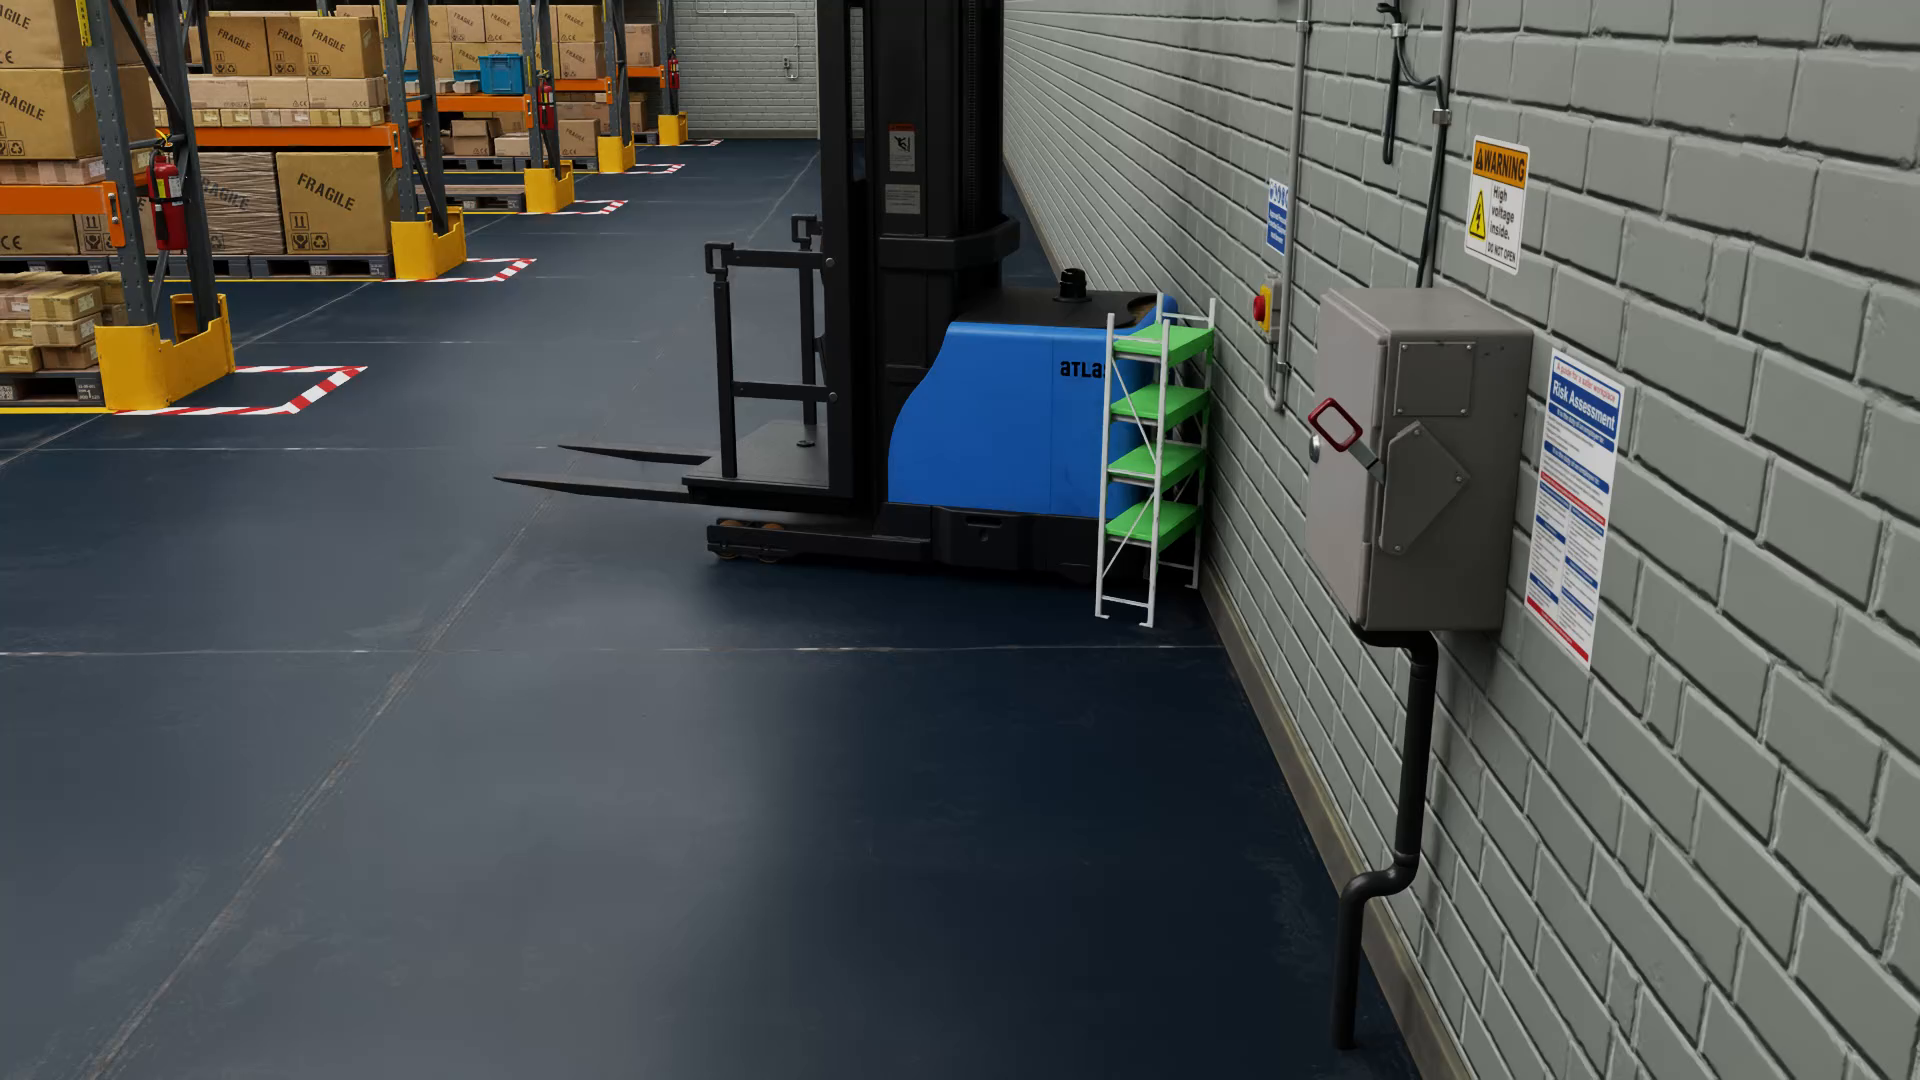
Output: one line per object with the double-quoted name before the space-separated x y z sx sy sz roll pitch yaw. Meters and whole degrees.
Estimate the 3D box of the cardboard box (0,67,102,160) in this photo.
"cardboard box" -5.296 -2.485 9.657 0.500 0.500 0.500 0 18 0

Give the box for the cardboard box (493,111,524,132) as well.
"cardboard box" -7.810 -7.394 29.016 0.500 0.500 0.700 0 18 -1

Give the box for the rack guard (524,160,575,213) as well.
"rack guard" -4.882 -4.218 19.803 0.348 0.500 1.175 0 18 -1

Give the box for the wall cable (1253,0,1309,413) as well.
"wall cable" 0.966 -1.398 5.205 0.123 1.953 0.585 0 18 -1

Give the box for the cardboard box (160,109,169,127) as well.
"cardboard box" -6.707 -3.662 14.390 0.250 0.149 0.380 0 18 0

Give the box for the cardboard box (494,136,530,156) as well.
"cardboard box" -6.471 -5.744 24.249 0.500 0.250 0.500 0 18 -1

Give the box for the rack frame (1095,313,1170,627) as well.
"rack frame" 0.647 -0.250 6.283 0.240 1.200 0.015 11 21 26

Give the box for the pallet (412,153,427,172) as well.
"pallet" -8.293 -5.573 24.500 1.213 0.211 1.003 0 18 -1

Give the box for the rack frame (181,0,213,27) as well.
"rack frame" -13.061 -8.392 28.721 0.127 3.000 1.000 0 18 -1

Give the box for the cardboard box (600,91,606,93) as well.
"cardboard box" -6.145 -7.774 29.138 0.250 0.149 0.380 0 18 -1

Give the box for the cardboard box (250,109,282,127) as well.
"cardboard box" -5.940 -3.666 14.401 0.250 0.149 0.380 0 18 0

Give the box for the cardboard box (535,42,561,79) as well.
"cardboard box" -5.943 -6.876 23.832 0.500 0.500 0.500 0 18 0

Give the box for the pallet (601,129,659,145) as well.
"pallet" -5.861 -7.075 29.180 1.213 0.211 1.003 0 18 -1

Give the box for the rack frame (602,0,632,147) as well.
"rack frame" -4.981 -6.917 24.125 0.127 3.000 1.000 0 18 -1

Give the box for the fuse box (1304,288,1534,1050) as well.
"fuse box" 0.853 0.357 3.559 0.414 1.711 0.539 0 18 -1

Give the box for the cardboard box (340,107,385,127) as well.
"cardboard box" -5.179 -3.670 14.412 0.250 0.149 0.380 0 18 0

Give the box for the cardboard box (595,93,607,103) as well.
"cardboard box" -6.142 -7.657 28.774 0.250 0.149 0.380 0 18 1

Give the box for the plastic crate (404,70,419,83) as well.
"plastic crate" -6.475 -5.446 19.715 0.300 0.233 0.416 0 18 -1

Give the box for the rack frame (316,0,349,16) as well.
"rack frame" -8.980 -6.898 24.064 0.127 3.000 1.000 0 18 -1

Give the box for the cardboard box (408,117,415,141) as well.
"cardboard box" -8.415 -6.007 24.658 0.500 0.500 0.500 0 18 -1

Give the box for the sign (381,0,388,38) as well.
"sign" -4.833 -4.390 13.963 0.005 0.325 0.100 0 18 -1

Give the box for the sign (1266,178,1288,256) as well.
"sign" 1.027 -1.043 5.370 0.001 0.218 0.327 0 18 -1

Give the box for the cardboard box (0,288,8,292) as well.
"cardboard box" -5.885 -1.398 9.926 0.250 0.149 0.380 -1 18 -2

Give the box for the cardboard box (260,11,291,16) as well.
"cardboard box" -11.566 -8.877 28.324 0.500 0.250 0.500 0 18 0

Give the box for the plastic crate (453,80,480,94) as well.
"plastic crate" -5.719 -5.248 19.255 0.243 0.136 0.396 0 18 -1

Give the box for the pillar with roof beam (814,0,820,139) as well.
"pillar with roof beam" -2.309 -10.249 24.690 0.400 9.000 9.100 0 18 -1

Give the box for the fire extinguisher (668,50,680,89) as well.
"fire extinguisher" -4.904 -8.075 28.473 0.183 0.674 0.296 0 18 -1

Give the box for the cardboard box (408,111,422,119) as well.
"cardboard box" -9.710 -7.544 28.911 0.750 0.750 0.750 0 18 0

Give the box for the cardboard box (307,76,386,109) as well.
"cardboard box" -5.308 -3.878 14.410 0.500 0.250 0.500 -1 18 -2

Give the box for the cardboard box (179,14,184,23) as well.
"cardboard box" -13.406 -8.947 28.505 0.250 0.149 0.380 -3 18 -8

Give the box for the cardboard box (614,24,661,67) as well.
"cardboard box" -5.572 -8.567 28.778 0.700 0.700 0.980 1 18 2

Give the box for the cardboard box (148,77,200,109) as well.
"cardboard box" -6.845 -3.870 14.384 0.500 0.250 0.500 0 18 -1

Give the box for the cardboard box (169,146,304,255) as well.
"cardboard box" -6.376 -3.048 14.854 0.875 0.875 0.875 0 18 -1

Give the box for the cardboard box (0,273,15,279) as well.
"cardboard box" -6.154 -1.577 10.482 0.250 0.149 0.380 -1 18 -4

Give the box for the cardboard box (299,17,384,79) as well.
"cardboard box" -5.311 -4.236 14.298 0.500 0.500 0.500 0 18 0

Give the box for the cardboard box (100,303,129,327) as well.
"cardboard box" -5.379 -1.436 10.531 0.250 0.149 0.380 0 18 1

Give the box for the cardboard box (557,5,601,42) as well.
"cardboard box" -5.421 -7.355 23.688 0.500 0.500 0.500 0 18 -1

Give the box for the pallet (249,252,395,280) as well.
"pallet" -5.626 -2.536 15.032 1.213 0.211 1.003 0 18 -1

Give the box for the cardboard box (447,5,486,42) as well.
"cardboard box" -6.958 -7.346 23.660 0.500 0.500 0.500 0 18 1

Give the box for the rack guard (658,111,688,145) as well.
"rack guard" -5.038 -7.240 29.223 0.348 0.500 1.175 0 18 -1

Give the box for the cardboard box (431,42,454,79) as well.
"cardboard box" -7.454 -6.870 23.814 0.500 0.500 0.500 0 18 -1

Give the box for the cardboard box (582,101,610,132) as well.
"cardboard box" -6.261 -7.403 29.045 0.500 0.500 0.700 0 18 -1

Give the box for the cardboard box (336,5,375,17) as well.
"cardboard box" -8.504 -7.338 23.636 0.500 0.500 0.500 0 18 1

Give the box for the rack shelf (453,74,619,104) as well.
"rack shelf" -6.980 -6.565 24.204 4.000 0.370 1.077 0 18 -1

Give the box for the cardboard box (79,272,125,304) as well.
"cardboard box" -5.380 -1.603 10.565 0.250 0.149 0.380 -1 18 -3

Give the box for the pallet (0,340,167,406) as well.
"pallet" -5.739 -1.055 10.415 1.213 0.211 1.003 0 18 -1

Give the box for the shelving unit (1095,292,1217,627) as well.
"shelving unit" 0.763 -0.319 6.487 0.258 1.200 0.503 11 21 26

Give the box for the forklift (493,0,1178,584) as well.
"forklift" -0.600 -1.446 7.183 3.031 2.935 1.130 5 18 15

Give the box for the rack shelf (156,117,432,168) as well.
"rack shelf" -6.828 -3.539 14.773 4.000 0.370 1.077 0 18 -1

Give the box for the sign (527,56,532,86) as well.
"sign" -4.881 -5.314 18.860 0.005 0.325 0.100 0 18 -1

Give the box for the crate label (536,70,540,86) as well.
"crate label" -5.158 -5.453 19.735 0.303 0.233 0.416 0 18 -1

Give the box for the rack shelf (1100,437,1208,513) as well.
"rack shelf" 0.762 -0.258 6.508 0.258 0.148 0.480 11 21 26

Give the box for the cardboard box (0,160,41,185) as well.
"cardboard box" -5.421 -2.179 9.765 0.250 0.149 0.380 0 18 -1

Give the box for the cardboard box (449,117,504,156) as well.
"cardboard box" -7.102 -5.929 24.412 0.637 0.503 0.797 0 18 -1

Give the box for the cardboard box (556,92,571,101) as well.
"cardboard box" -6.907 -7.770 29.125 0.250 0.149 0.380 0 18 0
